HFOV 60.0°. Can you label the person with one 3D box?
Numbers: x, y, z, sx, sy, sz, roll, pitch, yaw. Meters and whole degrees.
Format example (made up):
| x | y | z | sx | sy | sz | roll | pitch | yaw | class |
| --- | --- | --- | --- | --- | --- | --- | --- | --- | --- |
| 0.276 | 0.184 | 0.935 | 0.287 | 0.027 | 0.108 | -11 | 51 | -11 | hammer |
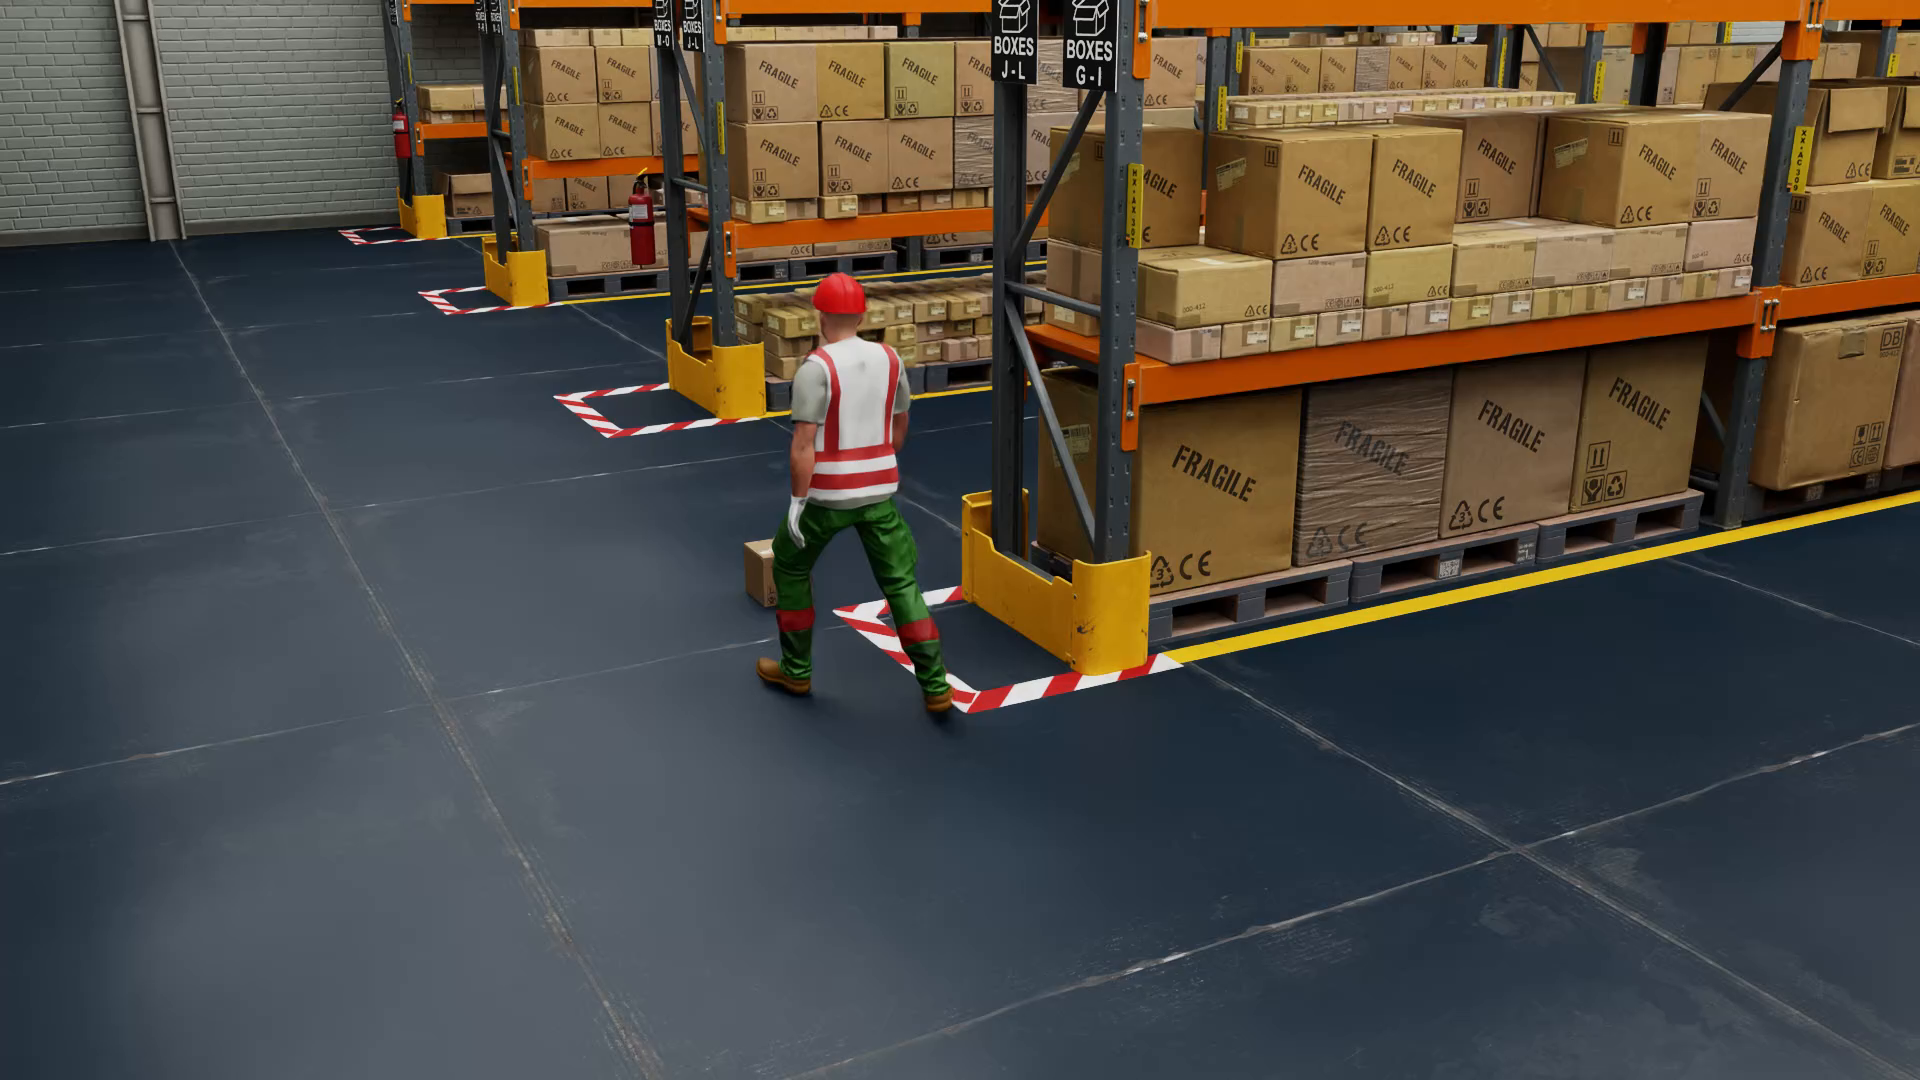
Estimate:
| x | y | z | sx | sy | sz | roll | pitch | yaw | class |
| --- | --- | --- | --- | --- | --- | --- | --- | --- | --- |
| -0.418 | -0.180 | 6.620 | 0.618 | 1.729 | 0.836 | -11 | 21 | -30 | person |
